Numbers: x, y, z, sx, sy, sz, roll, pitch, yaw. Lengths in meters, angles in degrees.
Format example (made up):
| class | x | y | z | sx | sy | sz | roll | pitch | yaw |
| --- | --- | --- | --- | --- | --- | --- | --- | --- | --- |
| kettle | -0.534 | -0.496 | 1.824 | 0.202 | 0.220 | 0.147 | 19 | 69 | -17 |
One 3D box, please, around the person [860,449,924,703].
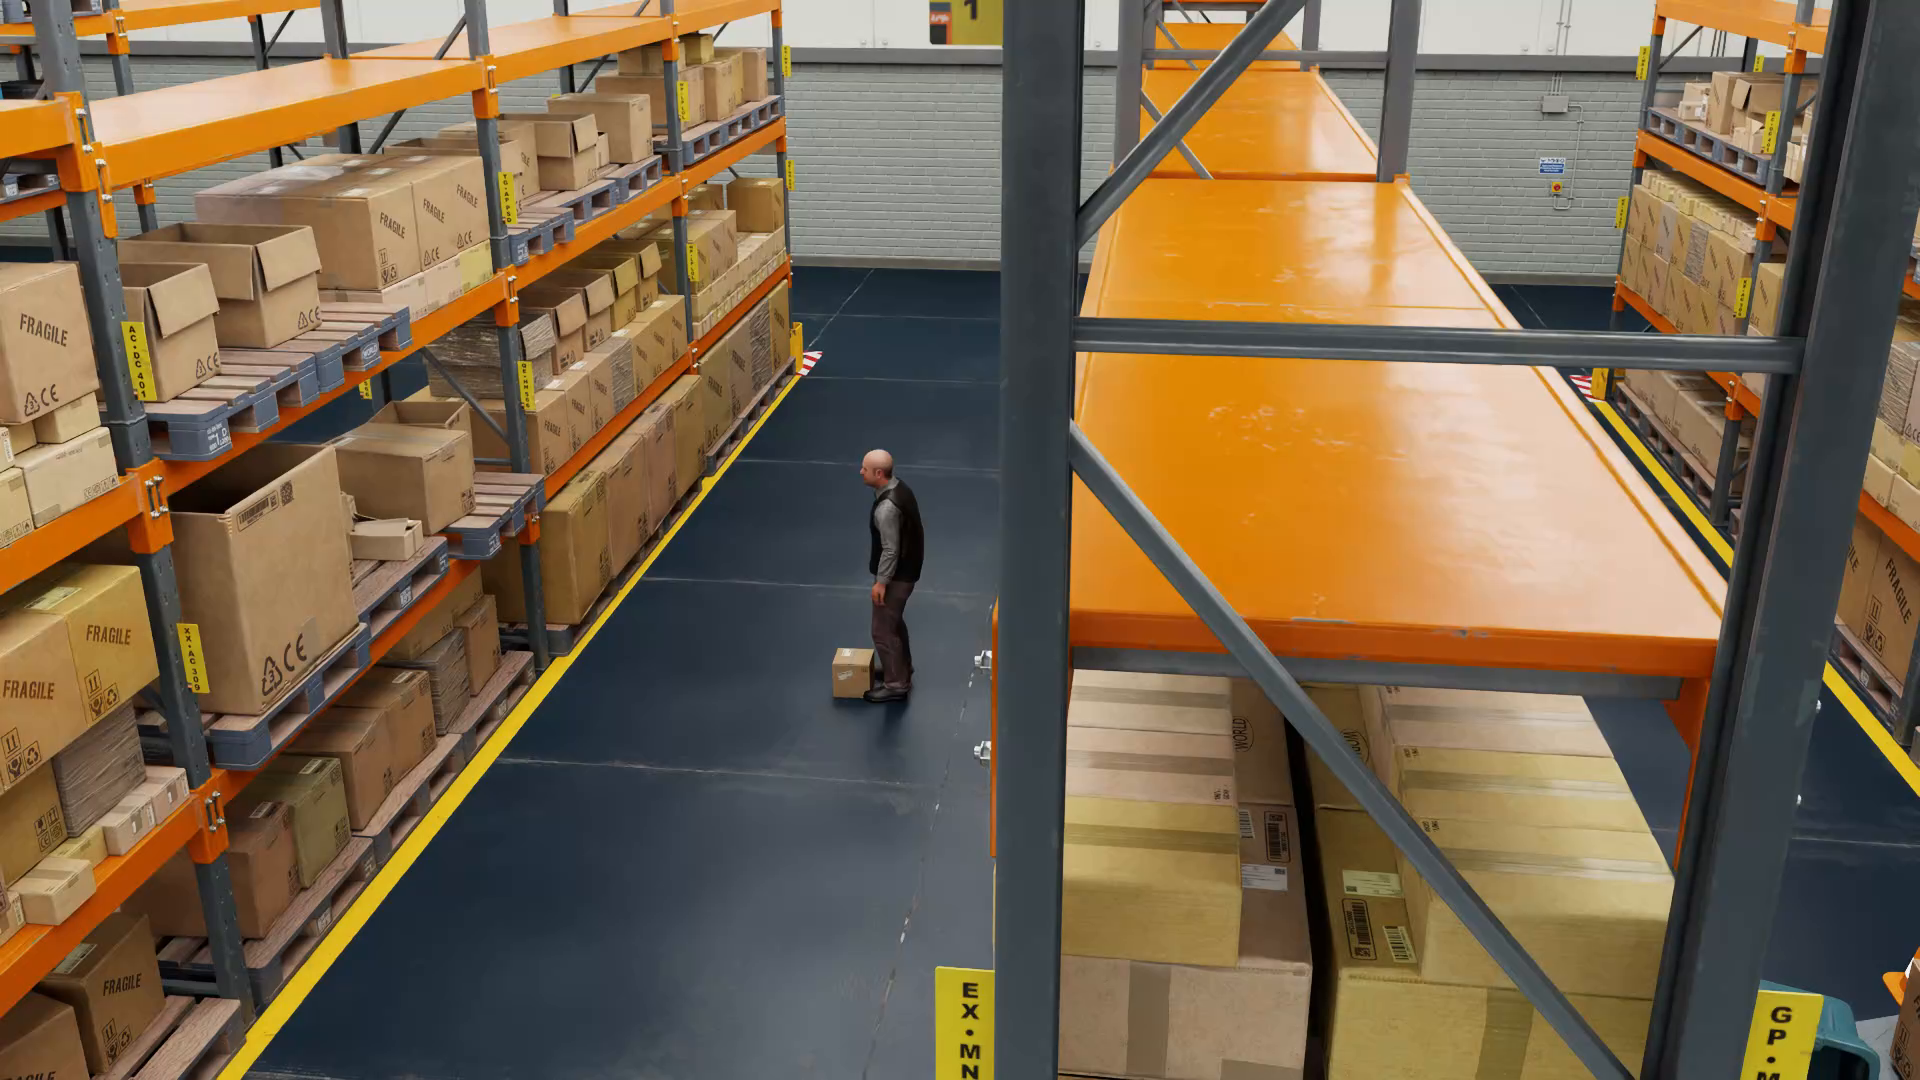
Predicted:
| class | x | y | z | sx | sy | sz | roll | pitch | yaw |
| --- | --- | --- | --- | --- | --- | --- | --- | --- | --- |
| person | -0.439 | 0.224 | 10.959 | 0.410 | 1.721 | 0.589 | 2 | 21 | 5 |
